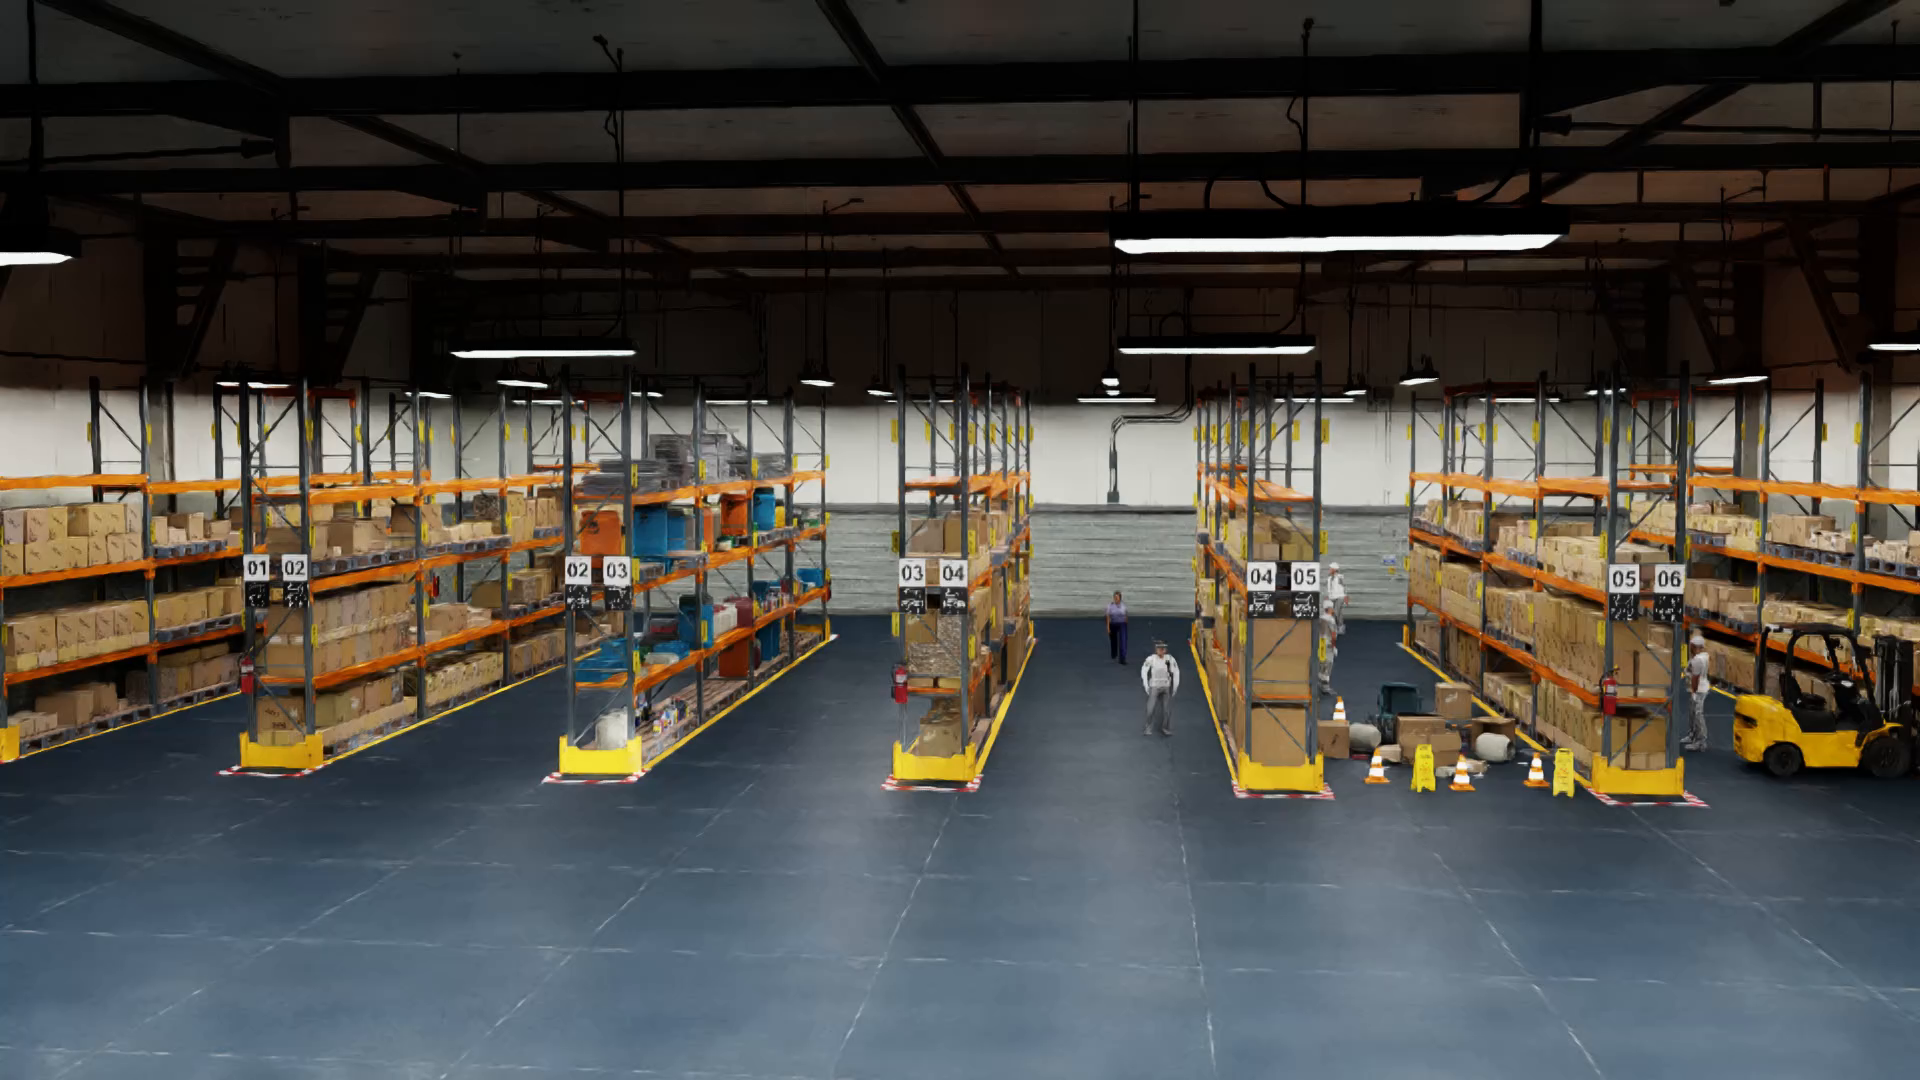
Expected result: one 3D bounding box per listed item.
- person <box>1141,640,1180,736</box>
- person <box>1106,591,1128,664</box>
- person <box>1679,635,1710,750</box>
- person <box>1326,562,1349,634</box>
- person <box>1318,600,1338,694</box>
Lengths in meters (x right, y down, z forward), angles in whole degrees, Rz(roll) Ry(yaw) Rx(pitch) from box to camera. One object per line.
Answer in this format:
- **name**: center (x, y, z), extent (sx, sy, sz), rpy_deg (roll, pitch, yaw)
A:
- **person**: center (3.309, 2.432, 27.471), extent (0.639, 1.632, 0.506), rpy_deg (0, 4, 5)
- **person**: center (3.415, 1.891, 36.192), extent (0.478, 1.553, 1.090), rpy_deg (0, 4, 8)
- **person**: center (11.625, 2.401, 26.377), extent (0.498, 1.784, 0.614), rpy_deg (3, 4, 35)
- **person**: center (9.464, 1.437, 41.702), extent (0.508, 1.765, 0.632), rpy_deg (-2, 4, -28)
- **person**: center (7.075, 2.036, 31.938), extent (0.400, 1.794, 0.642), rpy_deg (-1, 4, -17)
